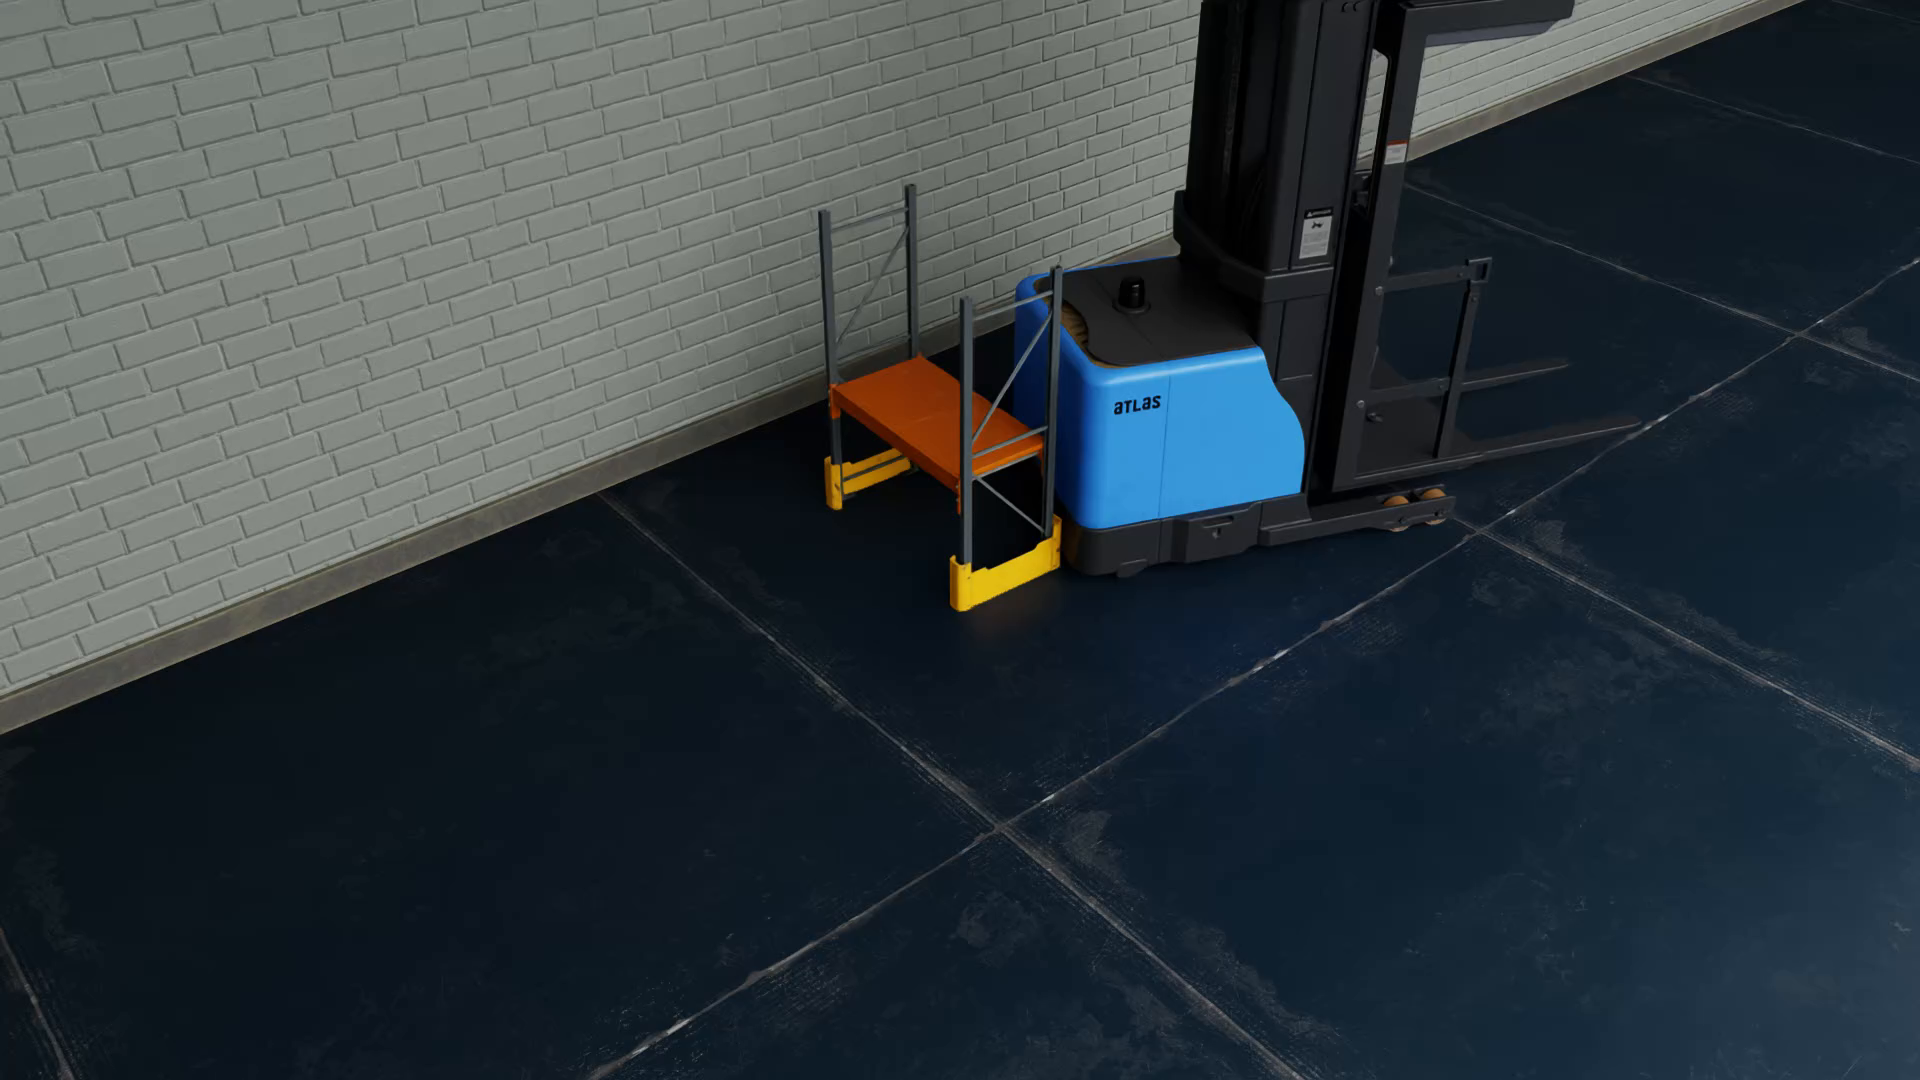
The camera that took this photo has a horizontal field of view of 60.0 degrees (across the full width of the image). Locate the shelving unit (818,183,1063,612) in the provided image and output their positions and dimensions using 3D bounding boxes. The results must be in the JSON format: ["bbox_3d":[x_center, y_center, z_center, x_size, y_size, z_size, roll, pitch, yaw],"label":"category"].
[{"bbox_3d":[-0.092,-0.642,7.359,0.587,1.500,1.083,-23,42,-29],"label":"shelving unit"}]

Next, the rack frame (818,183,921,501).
[{"bbox_3d":[-0.402,-0.882,7.697,0.500,1.500,0.032,-23,42,-29],"label":"rack frame"}]

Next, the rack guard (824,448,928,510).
[{"bbox_3d":[-0.391,-0.363,8.046,0.587,0.250,0.087,-23,42,-29],"label":"rack guard"}]

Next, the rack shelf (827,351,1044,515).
[{"bbox_3d":[-0.098,-0.500,7.469,0.538,0.185,1.000,-23,42,-29],"label":"rack shelf"}]

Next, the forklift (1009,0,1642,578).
[{"bbox_3d":[1.815,-1.515,7.354,3.031,2.935,1.130,-10,37,-14],"label":"forklift"}]

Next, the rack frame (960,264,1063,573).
[{"bbox_3d":[0.207,-0.411,7.033,0.500,1.500,0.032,-23,42,-29],"label":"rack frame"}]

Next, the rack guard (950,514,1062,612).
[{"bbox_3d":[0.206,0.098,7.395,0.587,0.250,0.087,-23,42,-29],"label":"rack guard"}]
